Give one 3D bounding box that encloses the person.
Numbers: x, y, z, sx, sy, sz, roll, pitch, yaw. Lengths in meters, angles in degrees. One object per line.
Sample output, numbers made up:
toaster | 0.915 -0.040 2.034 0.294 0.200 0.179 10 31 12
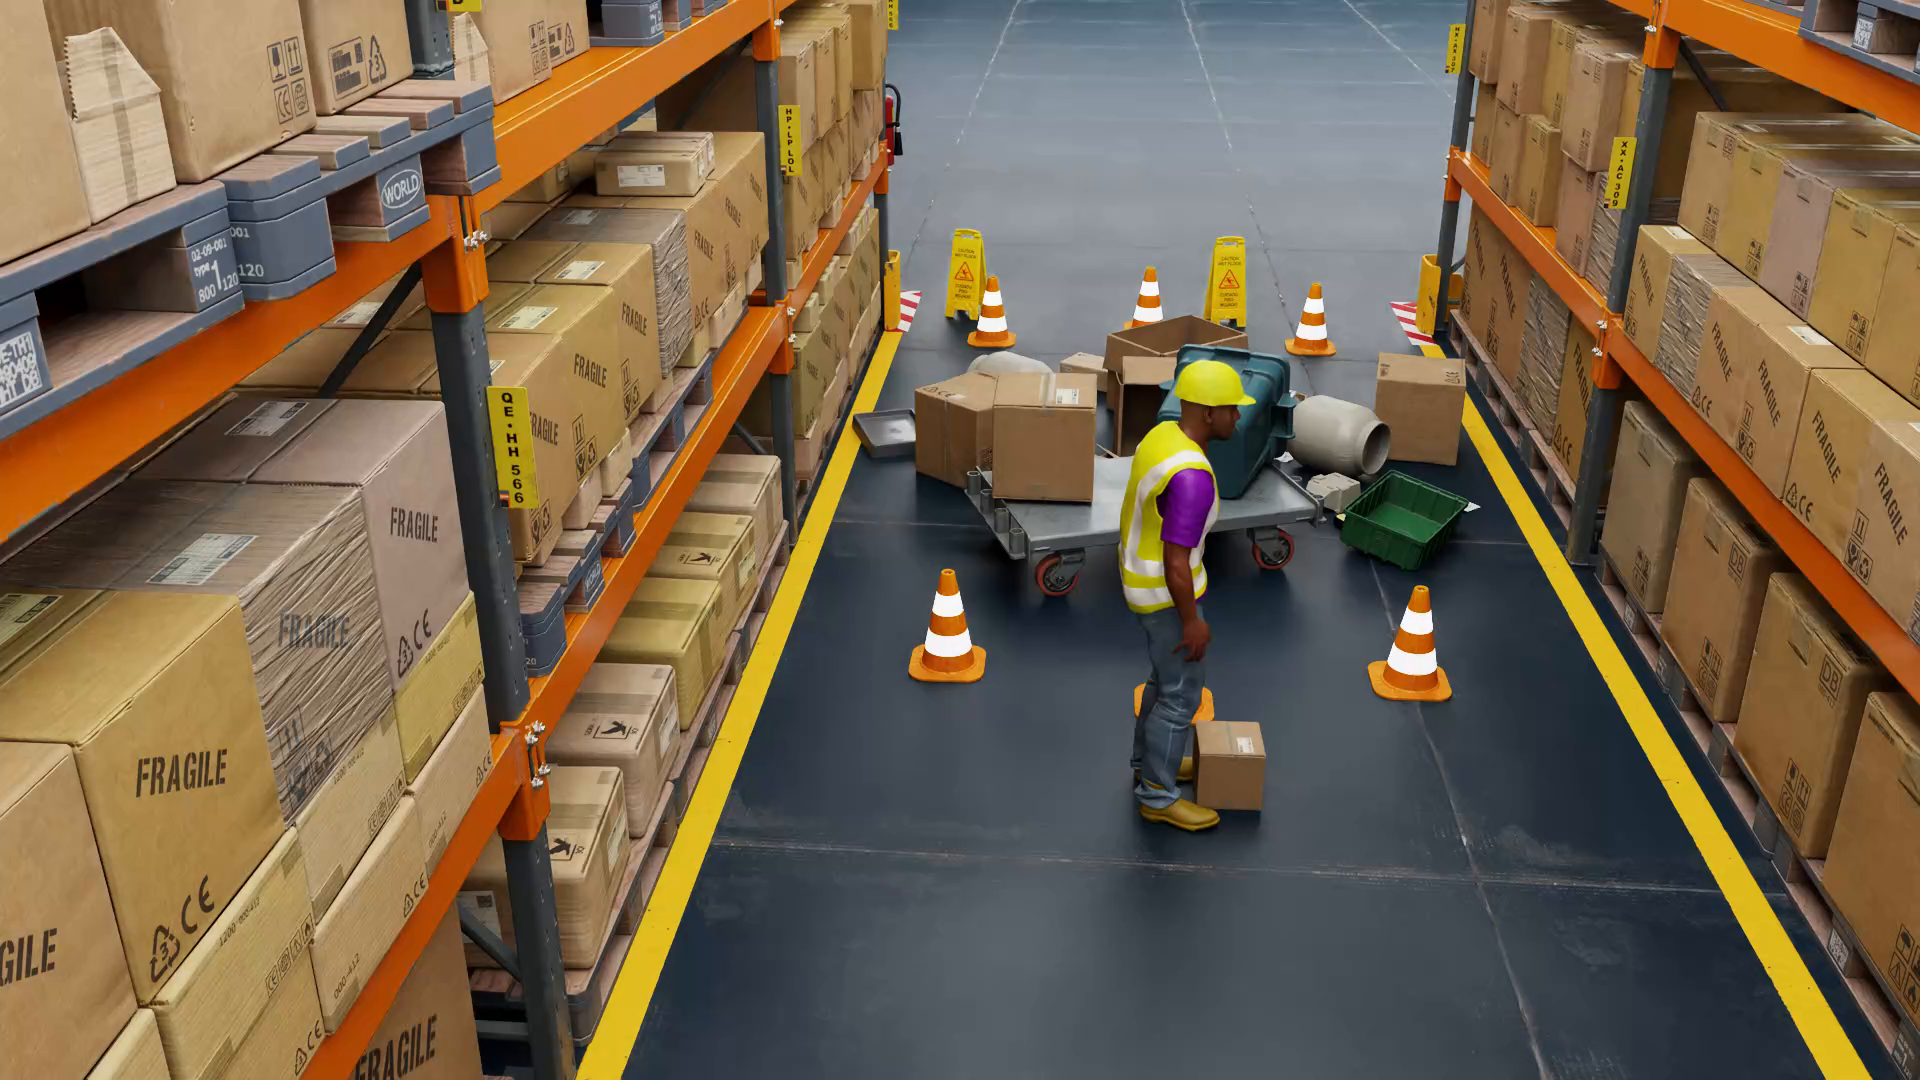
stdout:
person | 0.817 0.184 6.178 0.462 1.759 0.632 0 24 1
